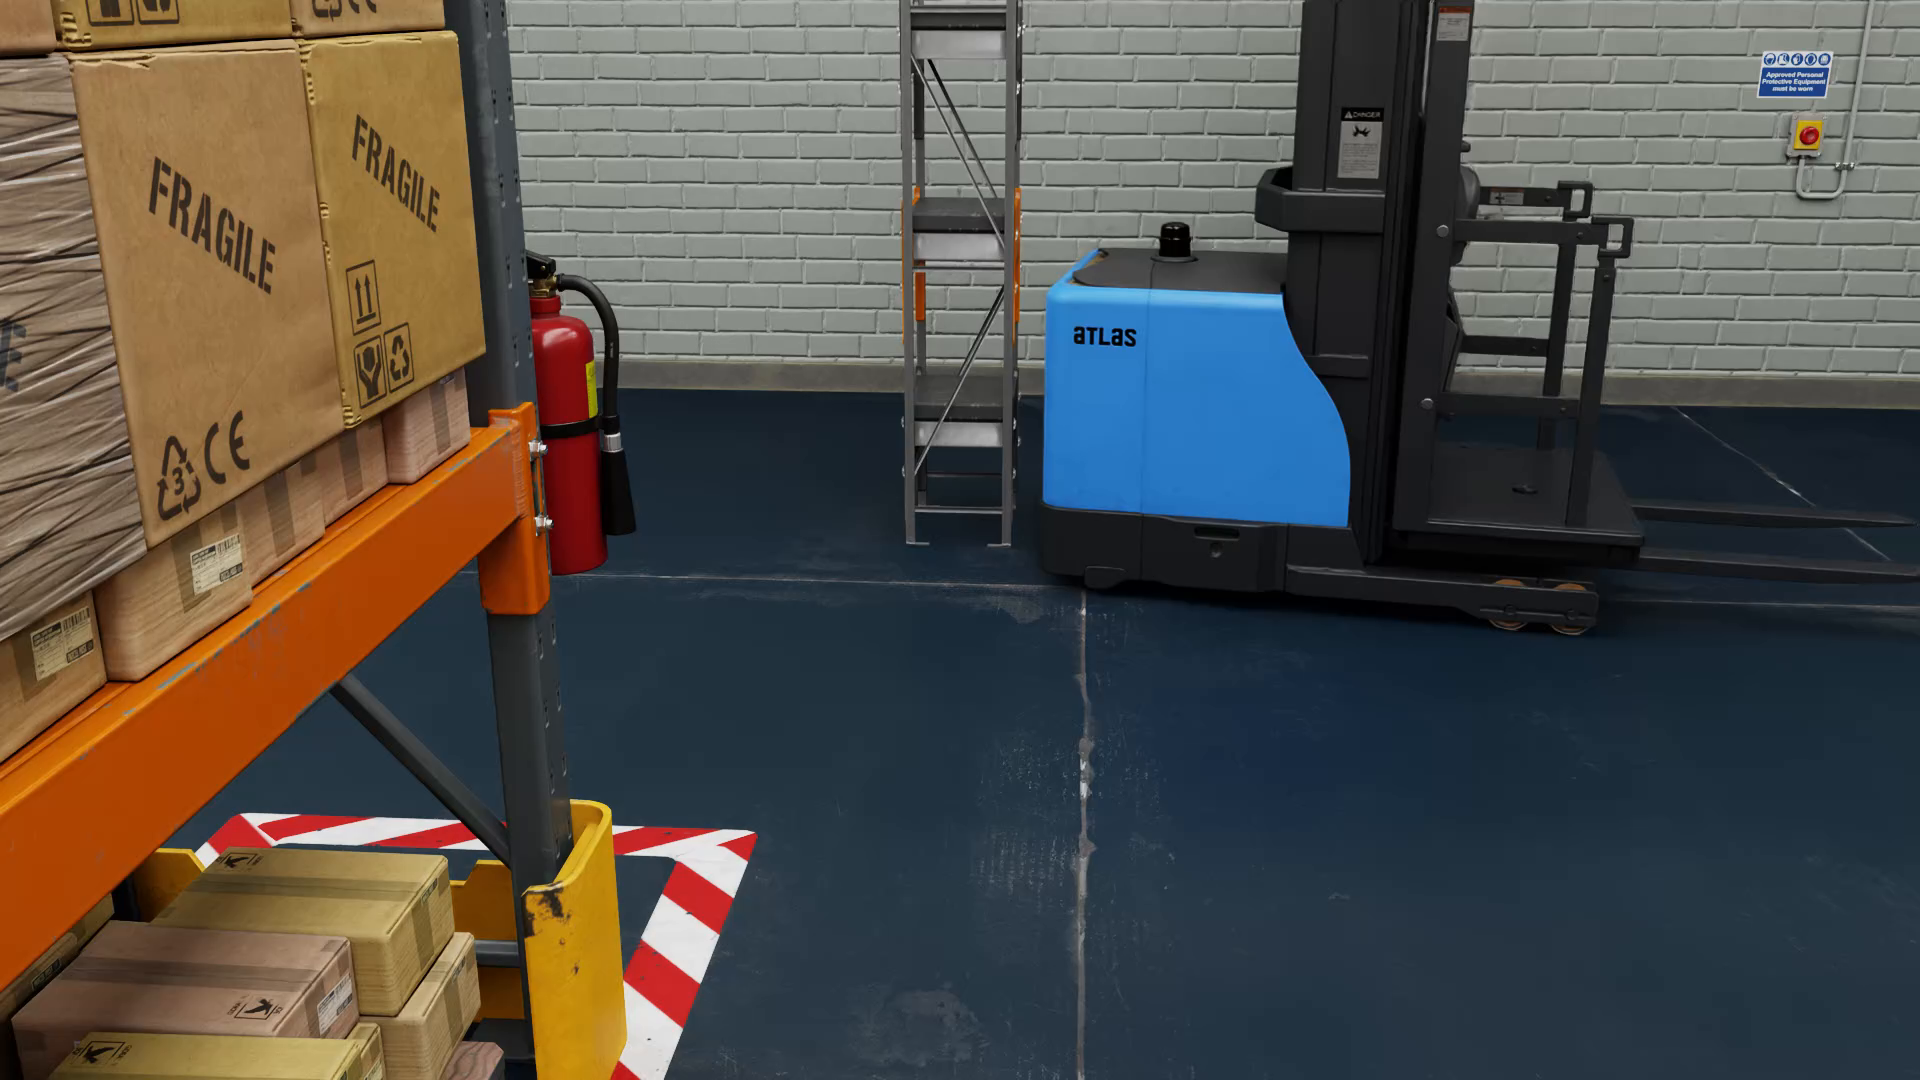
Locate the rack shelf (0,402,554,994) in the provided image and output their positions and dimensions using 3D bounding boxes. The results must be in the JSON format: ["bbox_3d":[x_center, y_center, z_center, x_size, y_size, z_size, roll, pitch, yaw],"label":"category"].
[{"bbox_3d":[-1.400,0.541,1.109,1.077,0.370,4.000,1,18,4],"label":"rack shelf"}]

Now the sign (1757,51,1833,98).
[{"bbox_3d":[4.025,-2.243,8.016,0.327,0.218,0.001,1,18,4],"label":"sign"}]

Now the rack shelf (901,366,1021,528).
[{"bbox_3d":[0.012,-0.371,6.475,0.431,0.518,0.480,1,18,4],"label":"rack shelf"}]

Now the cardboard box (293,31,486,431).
[{"bbox_3d":[-1.033,-0.465,2.387,0.500,0.500,0.500,2,18,5],"label":"cardboard box"}]

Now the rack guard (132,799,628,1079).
[{"bbox_3d":[-1.263,0.790,3.210,1.175,0.500,0.348,1,18,4],"label":"rack guard"}]

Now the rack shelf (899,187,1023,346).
[{"bbox_3d":[0.012,-1.036,6.257,0.431,0.518,0.480,1,18,4],"label":"rack shelf"}]

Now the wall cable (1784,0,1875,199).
[{"bbox_3d":[4.068,-2.592,7.834,0.585,1.953,0.123,1,18,4],"label":"wall cable"}]

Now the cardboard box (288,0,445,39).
[{"bbox_3d":[-1.042,-0.938,2.224,0.500,0.500,0.500,1,18,3],"label":"cardboard box"}]

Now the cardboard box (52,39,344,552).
[{"bbox_3d":[-1.075,-0.305,1.899,0.500,0.500,0.500,1,18,3],"label":"cardboard box"}]

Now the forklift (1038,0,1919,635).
[{"bbox_3d":[1.850,-1.262,5.568,3.031,2.935,1.130,4,19,12],"label":"forklift"}]

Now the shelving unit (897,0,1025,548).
[{"bbox_3d":[0.012,-1.049,6.253,0.431,2.100,0.503,1,18,4],"label":"shelving unit"}]

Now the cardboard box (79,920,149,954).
[{"bbox_3d":[-1.551,0.749,2.745,0.380,0.149,0.250,2,18,6],"label":"cardboard box"}]

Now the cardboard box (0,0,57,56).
[{"bbox_3d":[-1.106,-0.619,1.250,0.500,0.500,0.500,2,18,7],"label":"cardboard box"}]

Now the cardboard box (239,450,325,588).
[{"bbox_3d":[-1.057,-0.040,2.131,0.380,0.149,0.250,1,18,3],"label":"cardboard box"}]

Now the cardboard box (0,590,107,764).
[{"bbox_3d":[-1.100,0.121,1.640,0.380,0.149,0.250,0,18,1],"label":"cardboard box"}]

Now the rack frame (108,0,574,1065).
[{"bbox_3d":[-1.257,-0.422,2.892,1.000,3.000,0.127,1,18,4],"label":"rack frame"}]

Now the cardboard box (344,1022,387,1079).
[{"bbox_3d":[-1.083,0.843,2.461,0.380,0.149,0.250,1,18,3],"label":"cardboard box"}]

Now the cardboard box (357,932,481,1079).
[{"bbox_3d":[-1.010,0.763,2.705,0.380,0.149,0.250,1,18,2],"label":"cardboard box"}]

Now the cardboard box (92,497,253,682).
[{"bbox_3d":[-1.052,0.040,1.888,0.380,0.149,0.250,2,18,5],"label":"cardboard box"}]

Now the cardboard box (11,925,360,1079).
[{"bbox_3d":[-1.118,0.698,2.425,0.380,0.149,0.250,2,18,5],"label":"cardboard box"}]

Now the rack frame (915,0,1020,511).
[{"bbox_3d":[0.029,-1.125,6.484,0.400,2.100,0.015,1,18,4],"label":"rack frame"}]

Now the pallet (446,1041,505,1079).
[{"bbox_3d":[-1.356,1.179,2.487,1.003,0.211,1.213,1,18,4],"label":"pallet"}]

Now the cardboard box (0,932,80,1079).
[{"bbox_3d":[-1.533,0.694,2.435,0.380,0.149,0.250,2,18,5],"label":"cardboard box"}]

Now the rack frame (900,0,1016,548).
[{"bbox_3d":[-0.006,-0.973,6.022,0.400,2.100,0.015,1,18,4],"label":"rack frame"}]

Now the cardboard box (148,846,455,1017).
[{"bbox_3d":[-1.042,0.621,2.659,0.380,0.149,0.250,1,18,5],"label":"cardboard box"}]

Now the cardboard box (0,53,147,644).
[{"bbox_3d":[-1.101,-0.148,1.418,0.500,0.500,0.500,1,18,4],"label":"cardboard box"}]

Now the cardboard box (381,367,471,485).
[{"bbox_3d":[-0.999,-0.195,2.603,0.380,0.149,0.250,1,18,4],"label":"cardboard box"}]

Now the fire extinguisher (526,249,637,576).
[{"bbox_3d":[-0.779,-0.276,3.170,0.296,0.674,0.183,1,18,4],"label":"fire extinguisher"}]

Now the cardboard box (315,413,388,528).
[{"bbox_3d":[-1.054,-0.118,2.370,0.380,0.149,0.250,1,18,4],"label":"cardboard box"}]

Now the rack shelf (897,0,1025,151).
[{"bbox_3d":[0.012,-1.701,6.039,0.431,0.518,0.480,1,18,4],"label":"rack shelf"}]

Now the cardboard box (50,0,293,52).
[{"bbox_3d":[-1.078,-0.781,1.744,0.500,0.500,0.500,1,18,2],"label":"cardboard box"}]

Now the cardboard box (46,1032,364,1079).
[{"bbox_3d":[-1.009,0.781,2.171,0.380,0.149,0.250,1,18,3],"label":"cardboard box"}]

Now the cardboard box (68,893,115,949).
[{"bbox_3d":[-1.634,0.606,2.705,0.380,0.149,0.250,0,18,1],"label":"cardboard box"}]

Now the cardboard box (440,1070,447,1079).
[{"bbox_3d":[-1.087,0.902,2.758,0.380,0.149,0.250,2,18,5],"label":"cardboard box"}]
